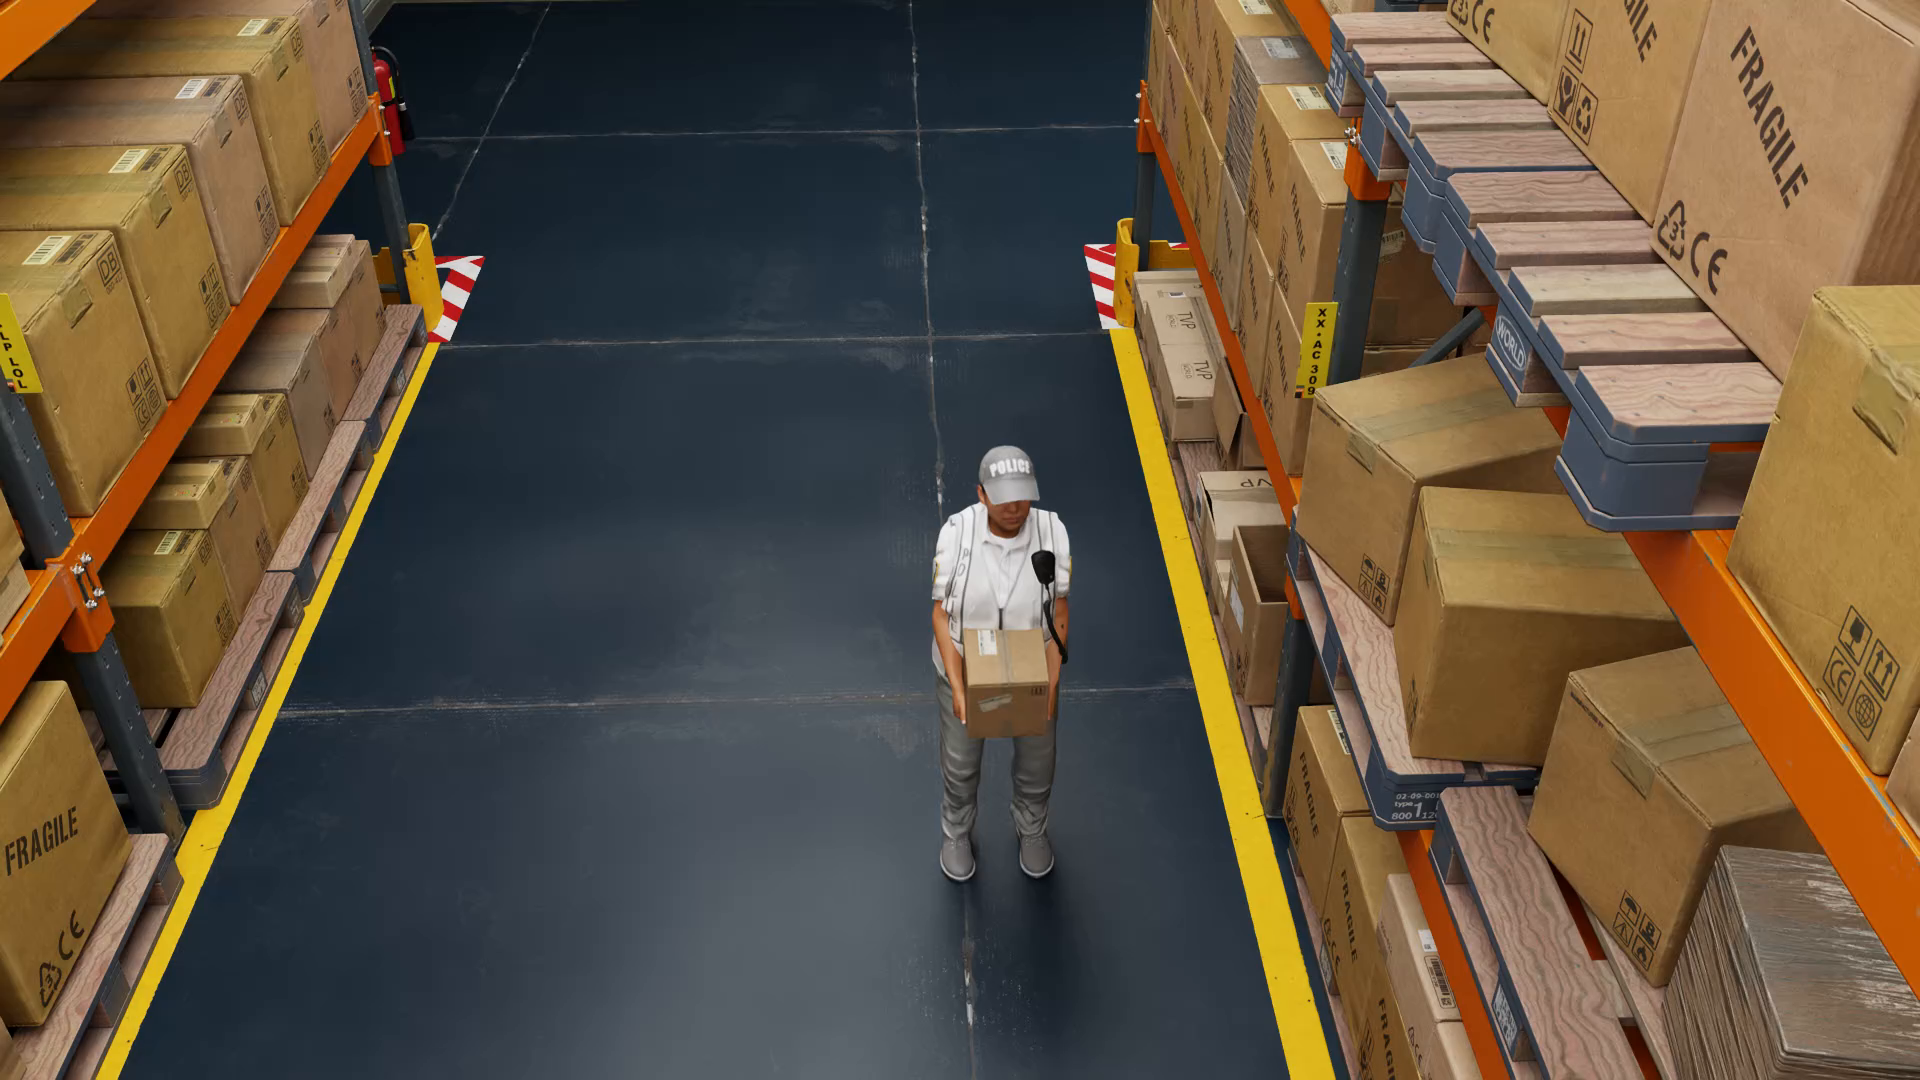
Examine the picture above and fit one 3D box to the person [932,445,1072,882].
[{"bbox_3d":[0.138,0.470,5.492,0.452,1.653,0.535,-2,35,-3],"label":"person"}]
